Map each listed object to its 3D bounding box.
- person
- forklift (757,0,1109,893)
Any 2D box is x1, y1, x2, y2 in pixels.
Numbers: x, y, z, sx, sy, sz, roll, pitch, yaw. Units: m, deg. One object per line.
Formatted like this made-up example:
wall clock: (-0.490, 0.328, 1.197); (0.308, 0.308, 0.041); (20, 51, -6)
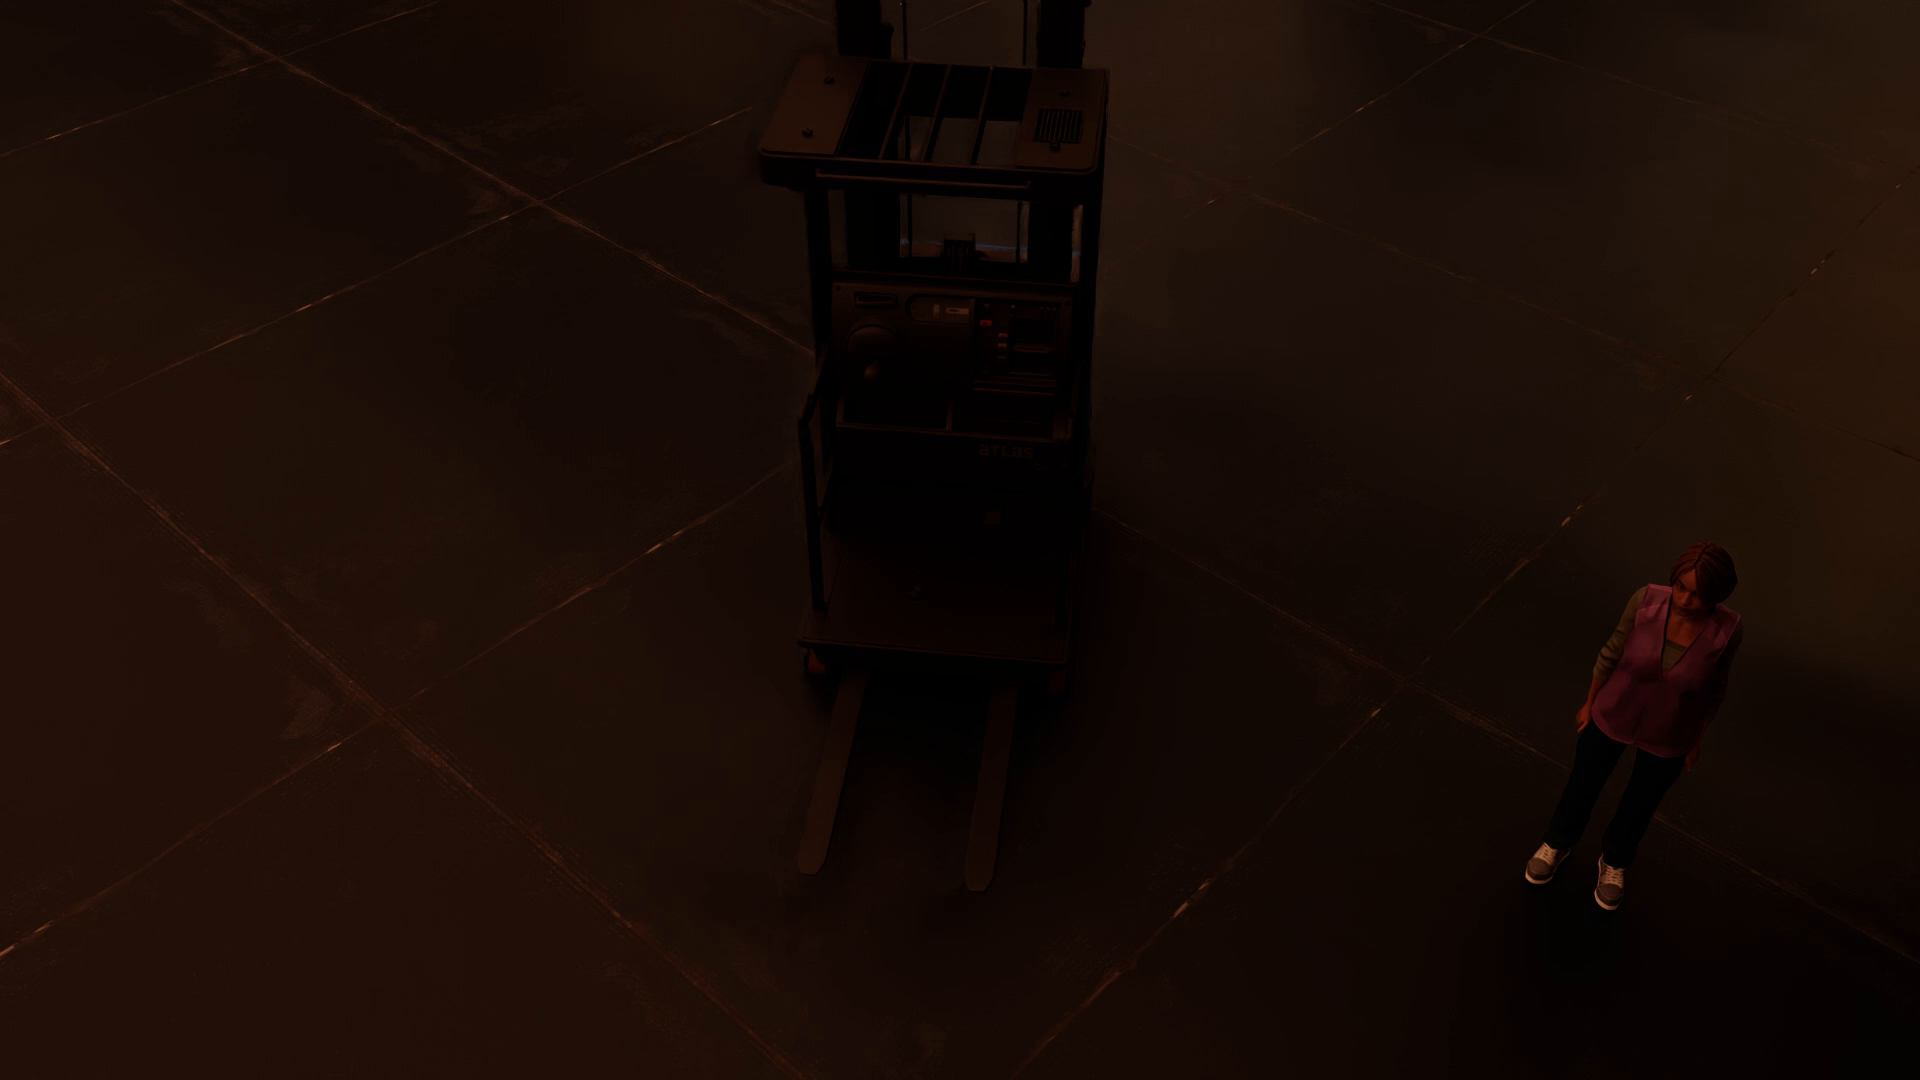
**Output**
person: (2.335, 0.644, 5.700); (0.415, 1.603, 0.316); (20, 45, 22)
forklift: (-0.058, -0.702, 6.246); (1.130, 2.935, 3.031); (5, 41, 5)
